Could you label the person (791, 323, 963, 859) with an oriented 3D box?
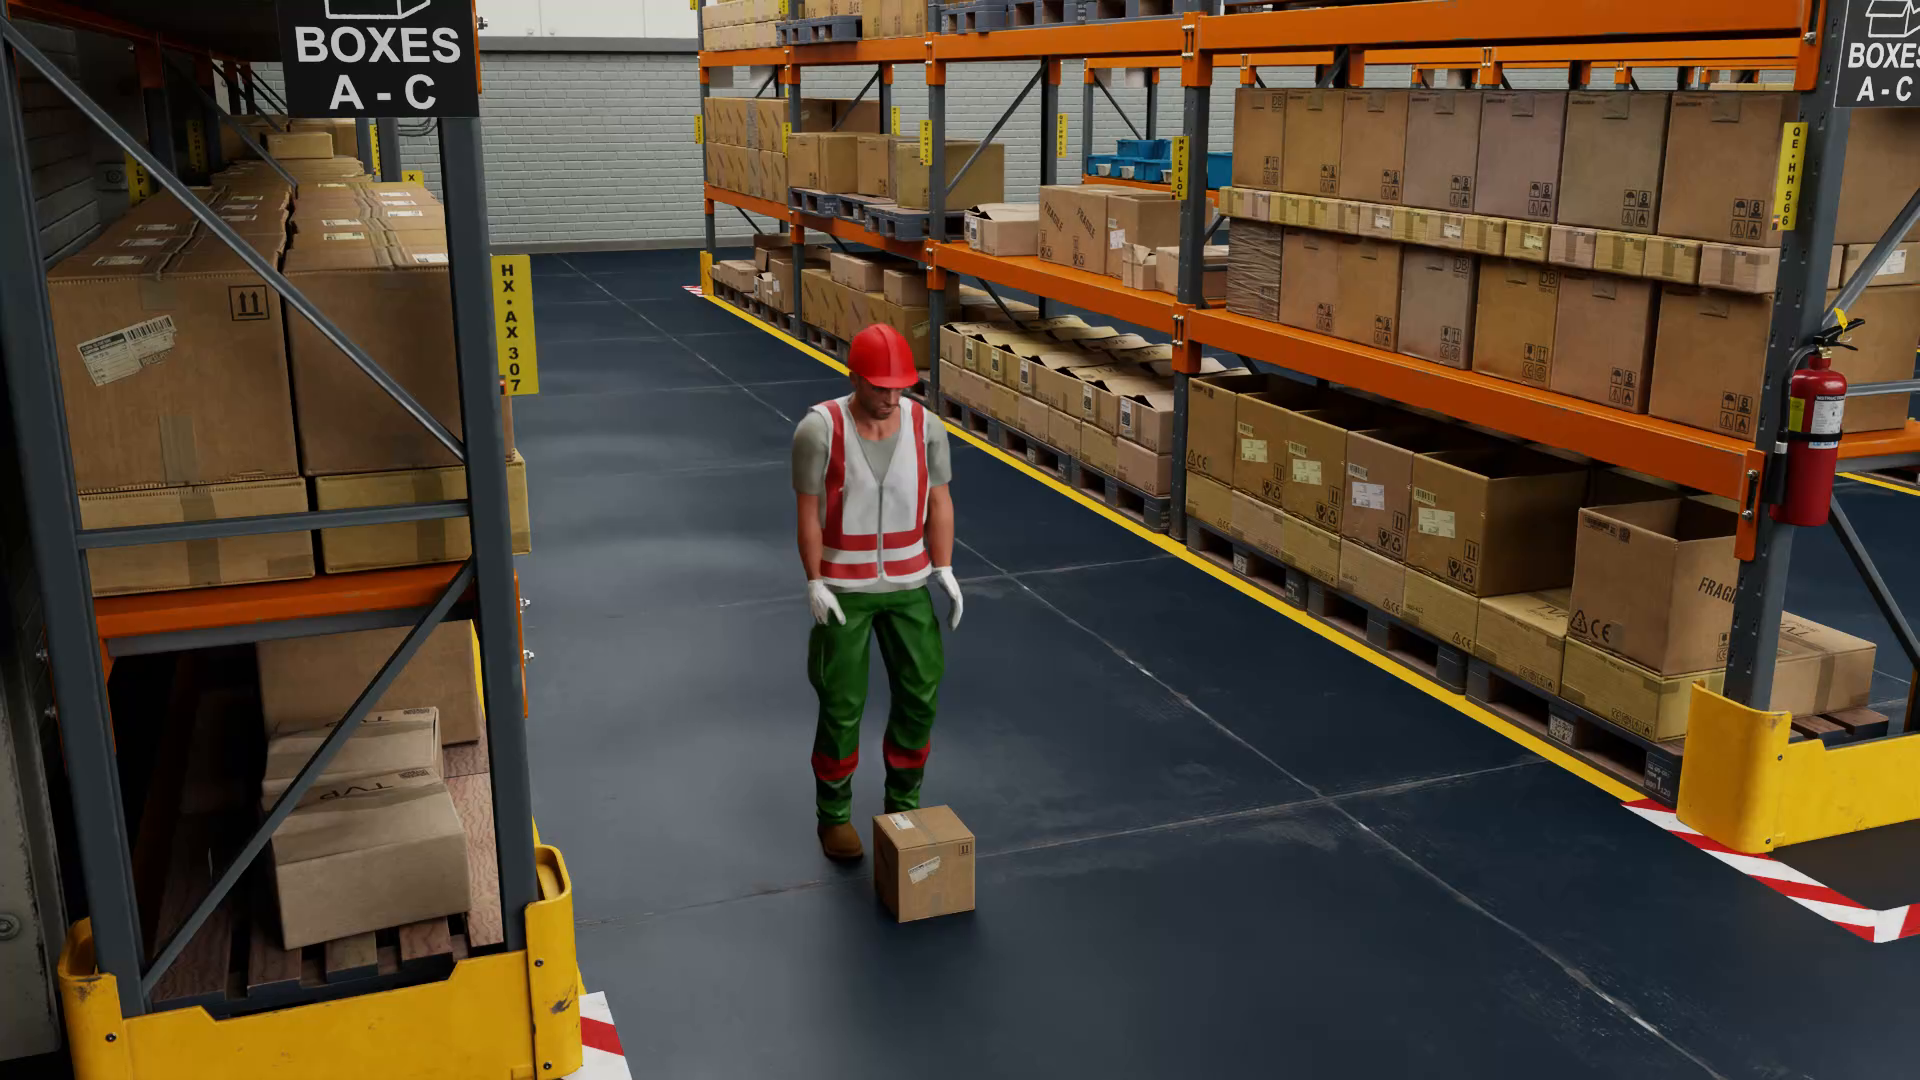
[{"bbox_3d":[-0.264,0.166,5.428,0.534,1.764,0.400,-5,16,-19],"label":"person"}]
